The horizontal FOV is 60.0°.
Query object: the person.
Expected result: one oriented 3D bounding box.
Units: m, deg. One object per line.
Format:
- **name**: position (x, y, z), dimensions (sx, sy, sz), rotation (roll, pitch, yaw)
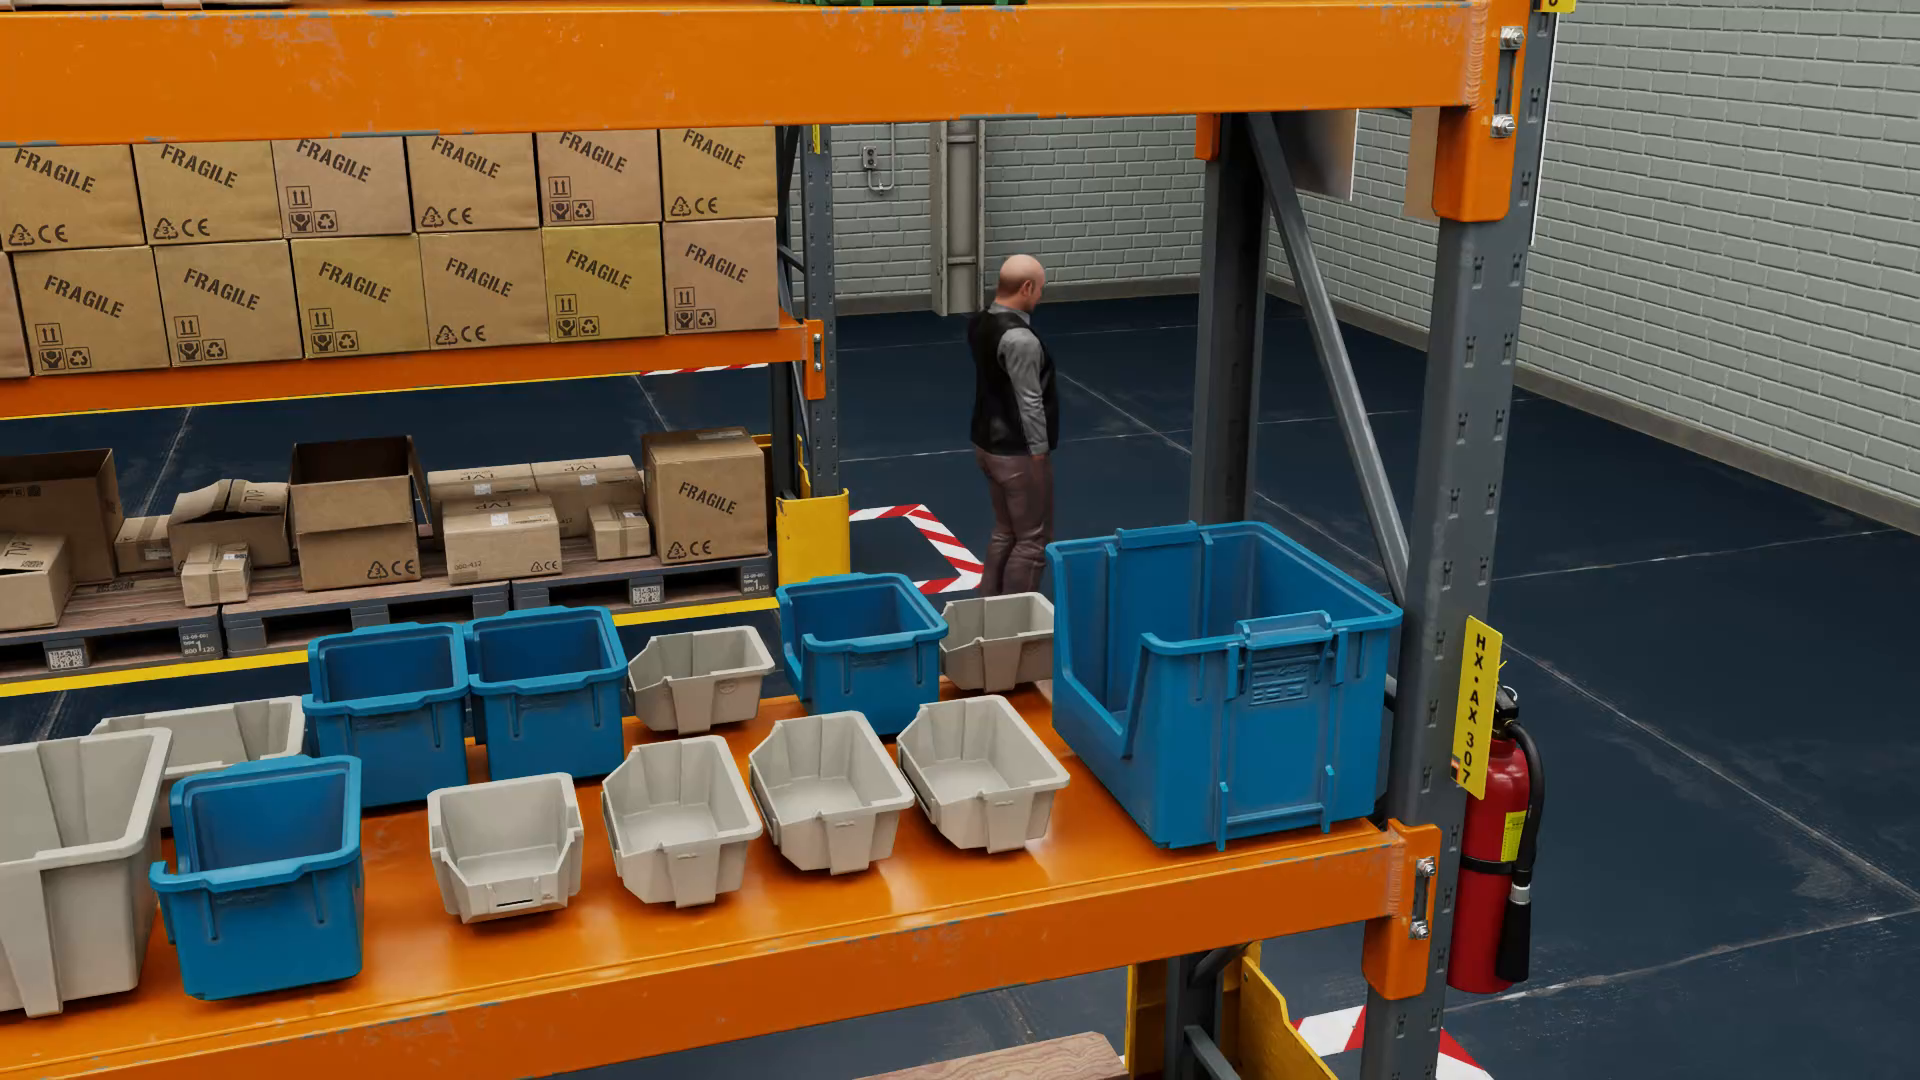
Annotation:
- **person**: position (0.235, -0.386, 7.244), dimensions (0.354, 1.710, 0.536), rotation (-7, 20, -18)
